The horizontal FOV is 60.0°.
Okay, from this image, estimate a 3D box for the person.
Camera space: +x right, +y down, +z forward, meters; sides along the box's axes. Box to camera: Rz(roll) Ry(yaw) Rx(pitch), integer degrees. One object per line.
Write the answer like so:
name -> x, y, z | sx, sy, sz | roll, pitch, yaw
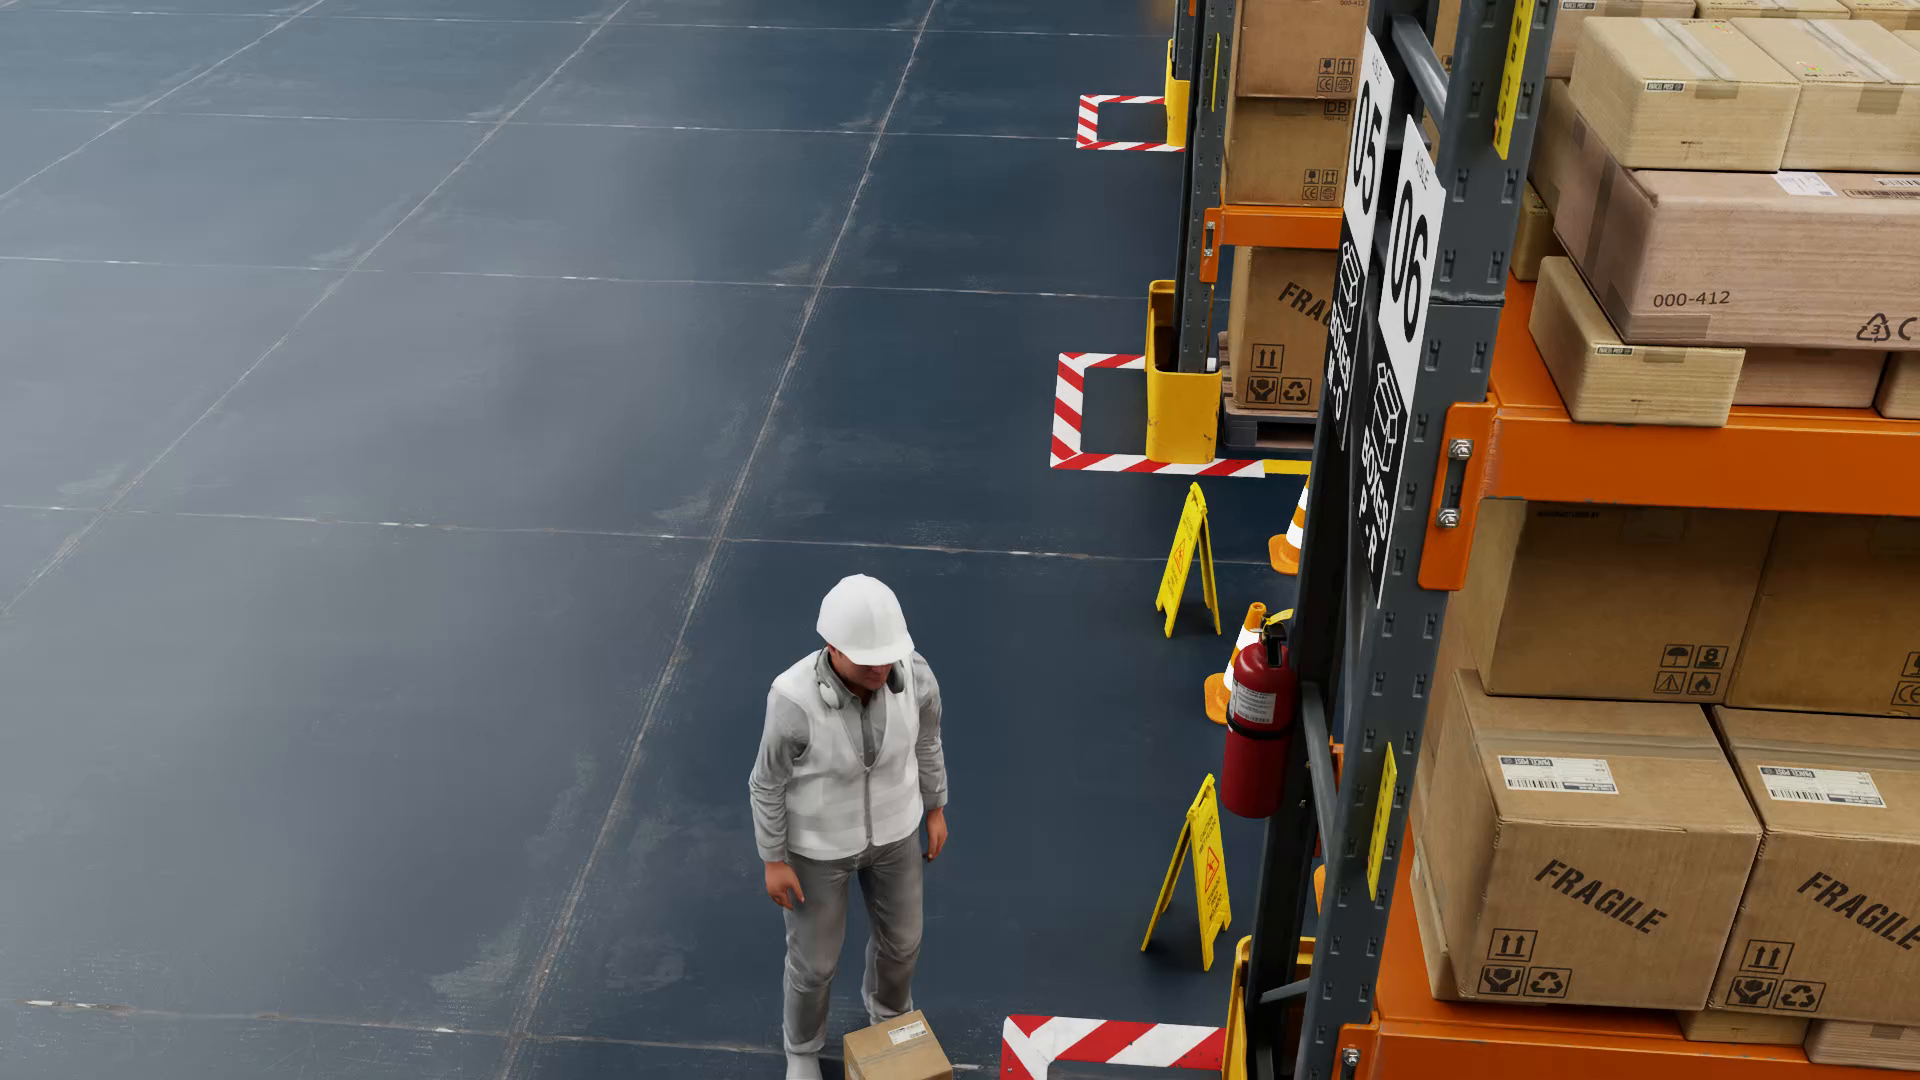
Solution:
person -> -0.303, 0.841, 4.754 | 0.594, 1.768, 0.463 | -14, 35, -22
